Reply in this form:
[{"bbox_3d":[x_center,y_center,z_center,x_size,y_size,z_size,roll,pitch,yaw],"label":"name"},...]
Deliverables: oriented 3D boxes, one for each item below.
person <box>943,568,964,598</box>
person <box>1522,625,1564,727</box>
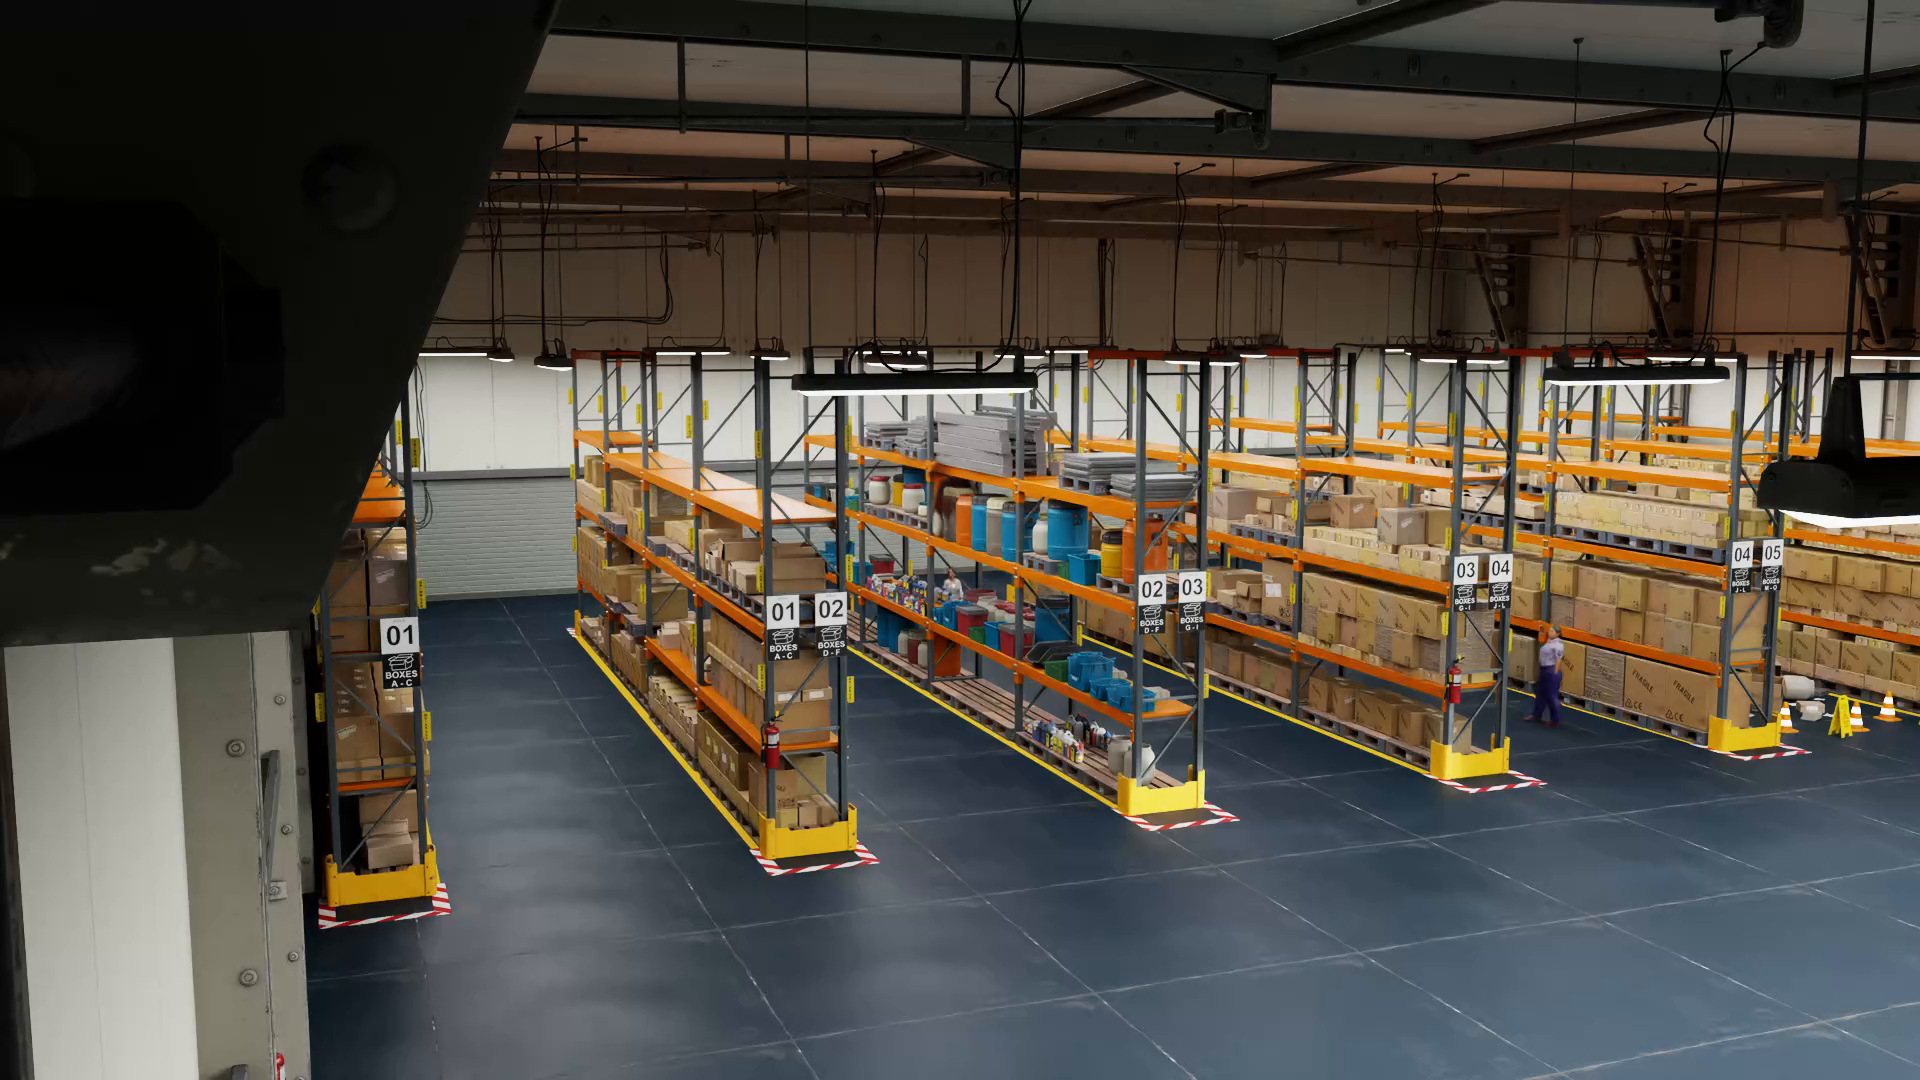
[{"bbox_3d":[-0.162,1.328,33.952,0.436,1.555,0.703,-4,8,-29],"label":"person"},{"bbox_3d":[9.466,2.181,26.987,0.567,1.647,0.492,1,7,11],"label":"person"}]
